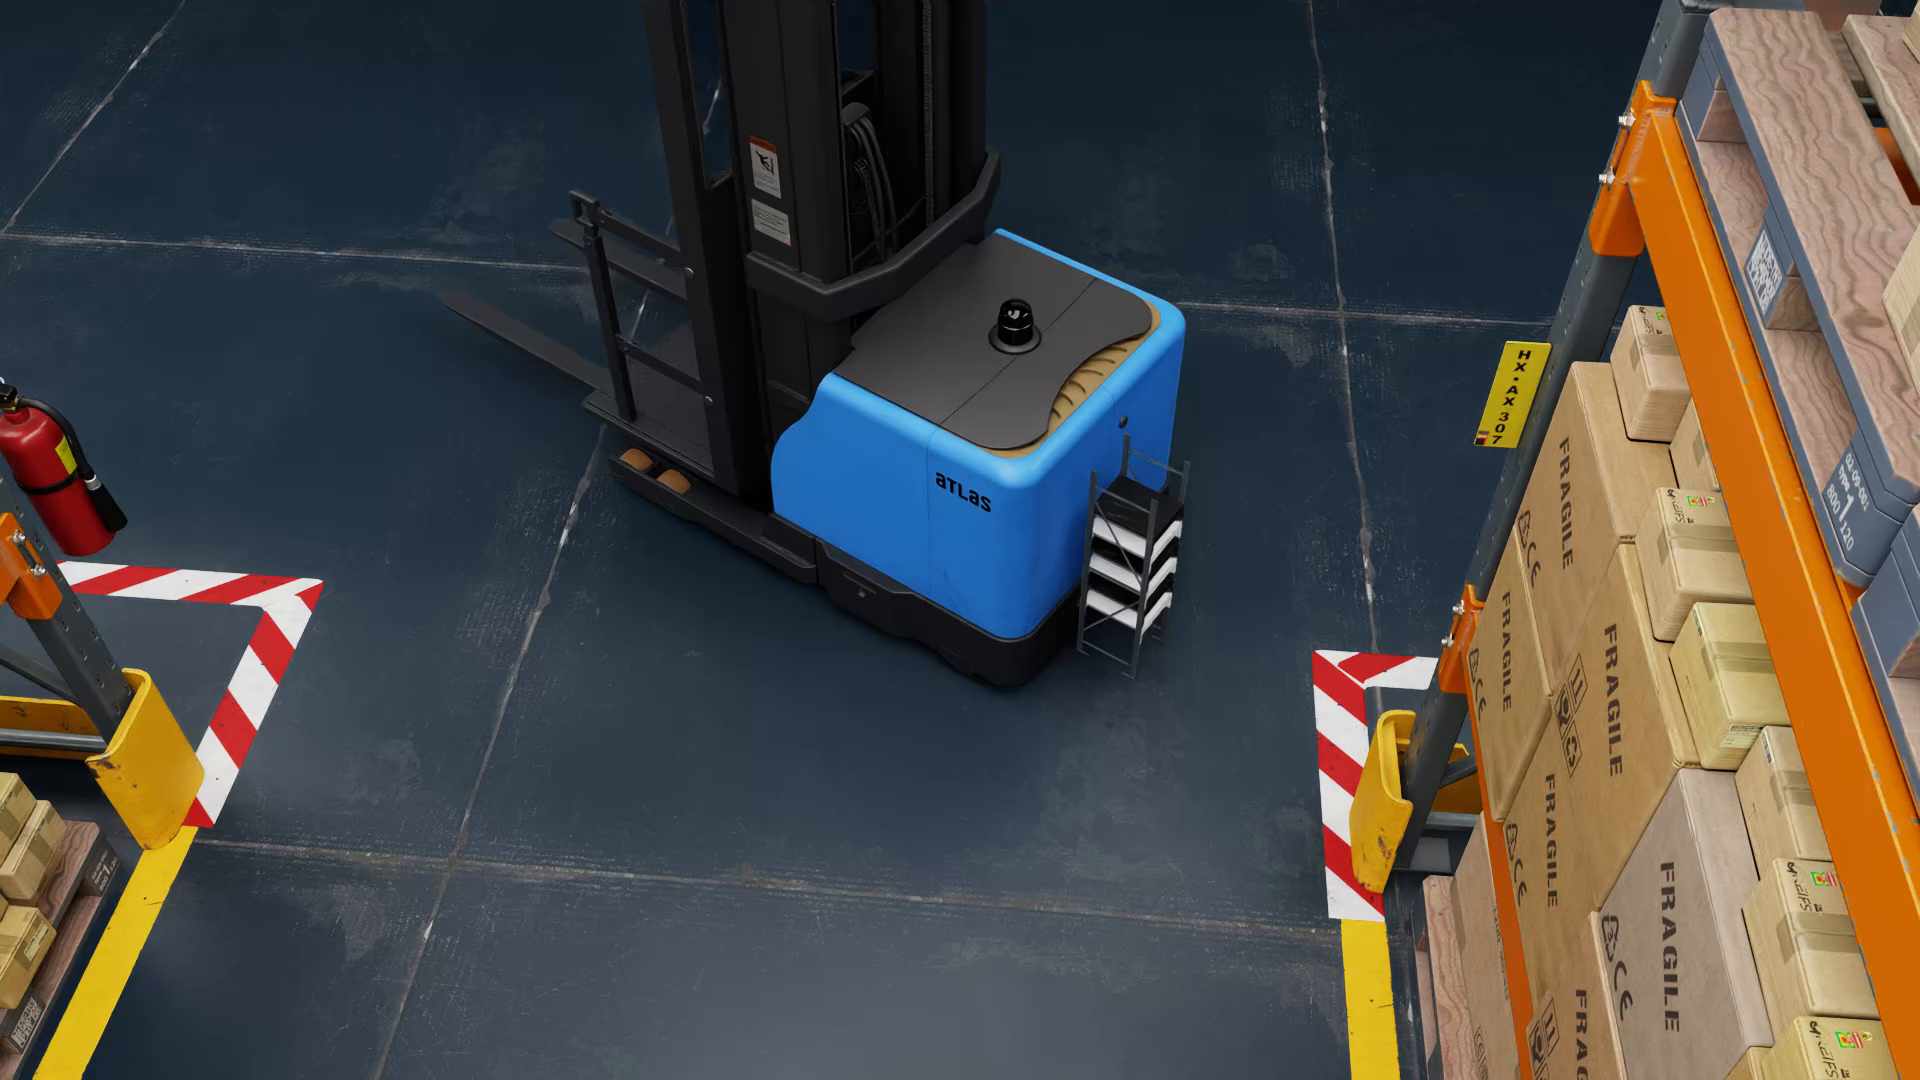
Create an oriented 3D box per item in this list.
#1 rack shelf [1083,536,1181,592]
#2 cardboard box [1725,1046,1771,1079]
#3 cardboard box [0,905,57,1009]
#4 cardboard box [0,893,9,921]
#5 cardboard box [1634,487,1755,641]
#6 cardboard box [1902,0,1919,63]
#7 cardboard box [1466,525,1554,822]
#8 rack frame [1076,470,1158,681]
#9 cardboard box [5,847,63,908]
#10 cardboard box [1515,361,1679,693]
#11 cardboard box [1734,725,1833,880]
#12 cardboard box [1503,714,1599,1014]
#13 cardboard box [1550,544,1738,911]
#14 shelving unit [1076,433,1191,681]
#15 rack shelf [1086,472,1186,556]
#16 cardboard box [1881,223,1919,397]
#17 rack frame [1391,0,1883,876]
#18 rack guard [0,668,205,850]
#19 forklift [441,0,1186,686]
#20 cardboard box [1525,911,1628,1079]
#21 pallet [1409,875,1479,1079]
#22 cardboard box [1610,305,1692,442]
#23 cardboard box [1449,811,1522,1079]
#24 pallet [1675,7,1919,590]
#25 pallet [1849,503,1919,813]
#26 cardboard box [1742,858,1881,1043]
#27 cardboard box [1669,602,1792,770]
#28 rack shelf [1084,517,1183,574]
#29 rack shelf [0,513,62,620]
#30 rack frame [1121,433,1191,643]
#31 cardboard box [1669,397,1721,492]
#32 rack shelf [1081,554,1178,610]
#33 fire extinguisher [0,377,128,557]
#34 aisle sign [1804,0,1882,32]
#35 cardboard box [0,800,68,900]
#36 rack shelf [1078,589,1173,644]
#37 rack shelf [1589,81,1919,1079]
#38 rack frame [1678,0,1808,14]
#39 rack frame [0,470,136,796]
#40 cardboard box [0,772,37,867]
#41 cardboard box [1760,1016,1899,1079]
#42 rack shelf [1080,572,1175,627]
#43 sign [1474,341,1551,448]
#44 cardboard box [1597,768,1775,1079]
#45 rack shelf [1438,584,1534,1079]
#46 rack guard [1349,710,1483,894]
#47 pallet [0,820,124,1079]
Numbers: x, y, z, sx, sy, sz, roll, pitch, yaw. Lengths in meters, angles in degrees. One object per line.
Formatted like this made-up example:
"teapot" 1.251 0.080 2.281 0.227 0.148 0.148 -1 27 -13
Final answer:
"rack shelf" 0.571 0.035 5.532 0.258 0.077 0.200 27 53 23
"cardboard box" 1.389 1.112 2.454 0.500 0.500 0.500 4 48 4
"cardboard box" -2.861 1.183 4.783 0.380 0.149 0.250 5 48 5
"cardboard box" -2.940 1.081 4.674 0.380 0.149 0.250 3 48 3
"cardboard box" 1.441 0.057 2.980 0.380 0.149 0.250 5 48 5
"cardboard box" 1.889 -0.776 2.643 0.500 0.250 0.500 0 48 0
"cardboard box" 1.511 0.324 3.853 0.500 0.500 0.500 4 48 3
"rack frame" 0.513 0.134 5.517 0.240 0.900 0.006 27 53 23
"cardboard box" -2.939 0.987 4.962 0.380 0.149 0.250 5 48 4
"cardboard box" 1.513 -0.013 3.484 0.500 0.500 0.500 3 48 3
"cardboard box" 1.464 0.448 2.622 0.380 0.149 0.250 4 48 4
"cardboard box" 1.492 0.698 3.511 0.500 0.500 0.500 3 48 3
"cardboard box" 1.473 0.367 3.136 0.500 0.500 0.500 3 48 2
"shelving unit" 0.571 0.073 5.574 0.258 0.900 0.210 27 53 23
"rack shelf" 0.571 -0.087 5.399 0.258 0.077 0.200 27 53 23
"cardboard box" 1.512 -0.294 2.272 0.380 0.149 0.250 5 48 5
"rack frame" 1.840 0.024 4.195 1.000 3.000 0.127 4 48 4
"rack guard" -3.105 0.665 5.303 1.175 0.500 0.348 4 48 4
"forklift" -0.725 -1.379 5.525 3.031 2.935 1.130 28 54 23
"cardboard box" 1.428 1.070 3.171 0.500 0.500 0.500 4 48 3
"pallet" 1.845 1.558 4.682 1.003 0.211 1.213 4 48 4
"cardboard box" 1.532 -0.323 3.328 0.380 0.149 0.250 5 48 4
"cardboard box" 1.880 1.239 4.536 0.875 0.438 0.875 2 48 2
"pallet" 1.783 -0.412 2.621 1.003 0.211 1.213 4 48 4
"pallet" 1.674 0.487 1.799 1.003 0.211 1.213 4 48 4
"cardboard box" 1.399 0.629 2.457 0.380 0.149 0.250 4 48 4
"cardboard box" 1.435 0.252 2.802 0.380 0.149 0.250 2 48 2
"rack shelf" 0.571 -0.026 5.465 0.258 0.077 0.200 27 53 23
"rack shelf" -3.281 1.478 3.353 1.077 0.370 4.000 4 48 4
"rack frame" 0.629 0.011 5.630 0.240 0.900 0.006 27 53 23
"cardboard box" 1.579 -0.126 3.148 0.380 0.149 0.250 5 48 4
"rack shelf" 0.571 0.095 5.598 0.258 0.077 0.200 27 53 23
"fire extinguisher" -2.616 -0.236 4.738 0.296 0.674 0.183 4 48 4
"aisle sign" 1.558 -0.925 3.302 0.394 0.787 0.004 4 48 4
"cardboard box" -2.862 0.893 4.846 0.380 0.149 0.250 3 48 2
"rack shelf" 0.571 0.217 5.731 0.258 0.077 0.200 27 53 23
"rack shelf" 1.658 0.725 2.009 1.077 0.370 4.000 4 48 4
"rack frame" 1.840 -2.000 1.981 1.000 3.000 0.127 4 48 4
"rack frame" -3.098 -0.234 4.431 1.000 3.000 0.127 4 48 4
"cardboard box" -2.894 0.792 4.737 0.380 0.149 0.250 4 48 4
"cardboard box" 1.349 0.813 2.288 0.380 0.149 0.250 3 48 3
"rack shelf" 0.571 0.156 5.665 0.258 0.077 0.200 27 53 23
"sign" 1.288 -0.336 3.884 0.100 0.325 0.005 4 48 4
"cardboard box" 1.434 0.746 2.790 0.500 0.500 0.500 4 48 3
"rack shelf" 1.658 1.737 3.116 1.077 0.370 4.000 4 48 4
"rack guard" 1.842 0.850 5.133 1.175 0.500 0.348 4 48 4
"pallet" -3.215 1.357 4.865 1.003 0.211 1.213 4 48 4
